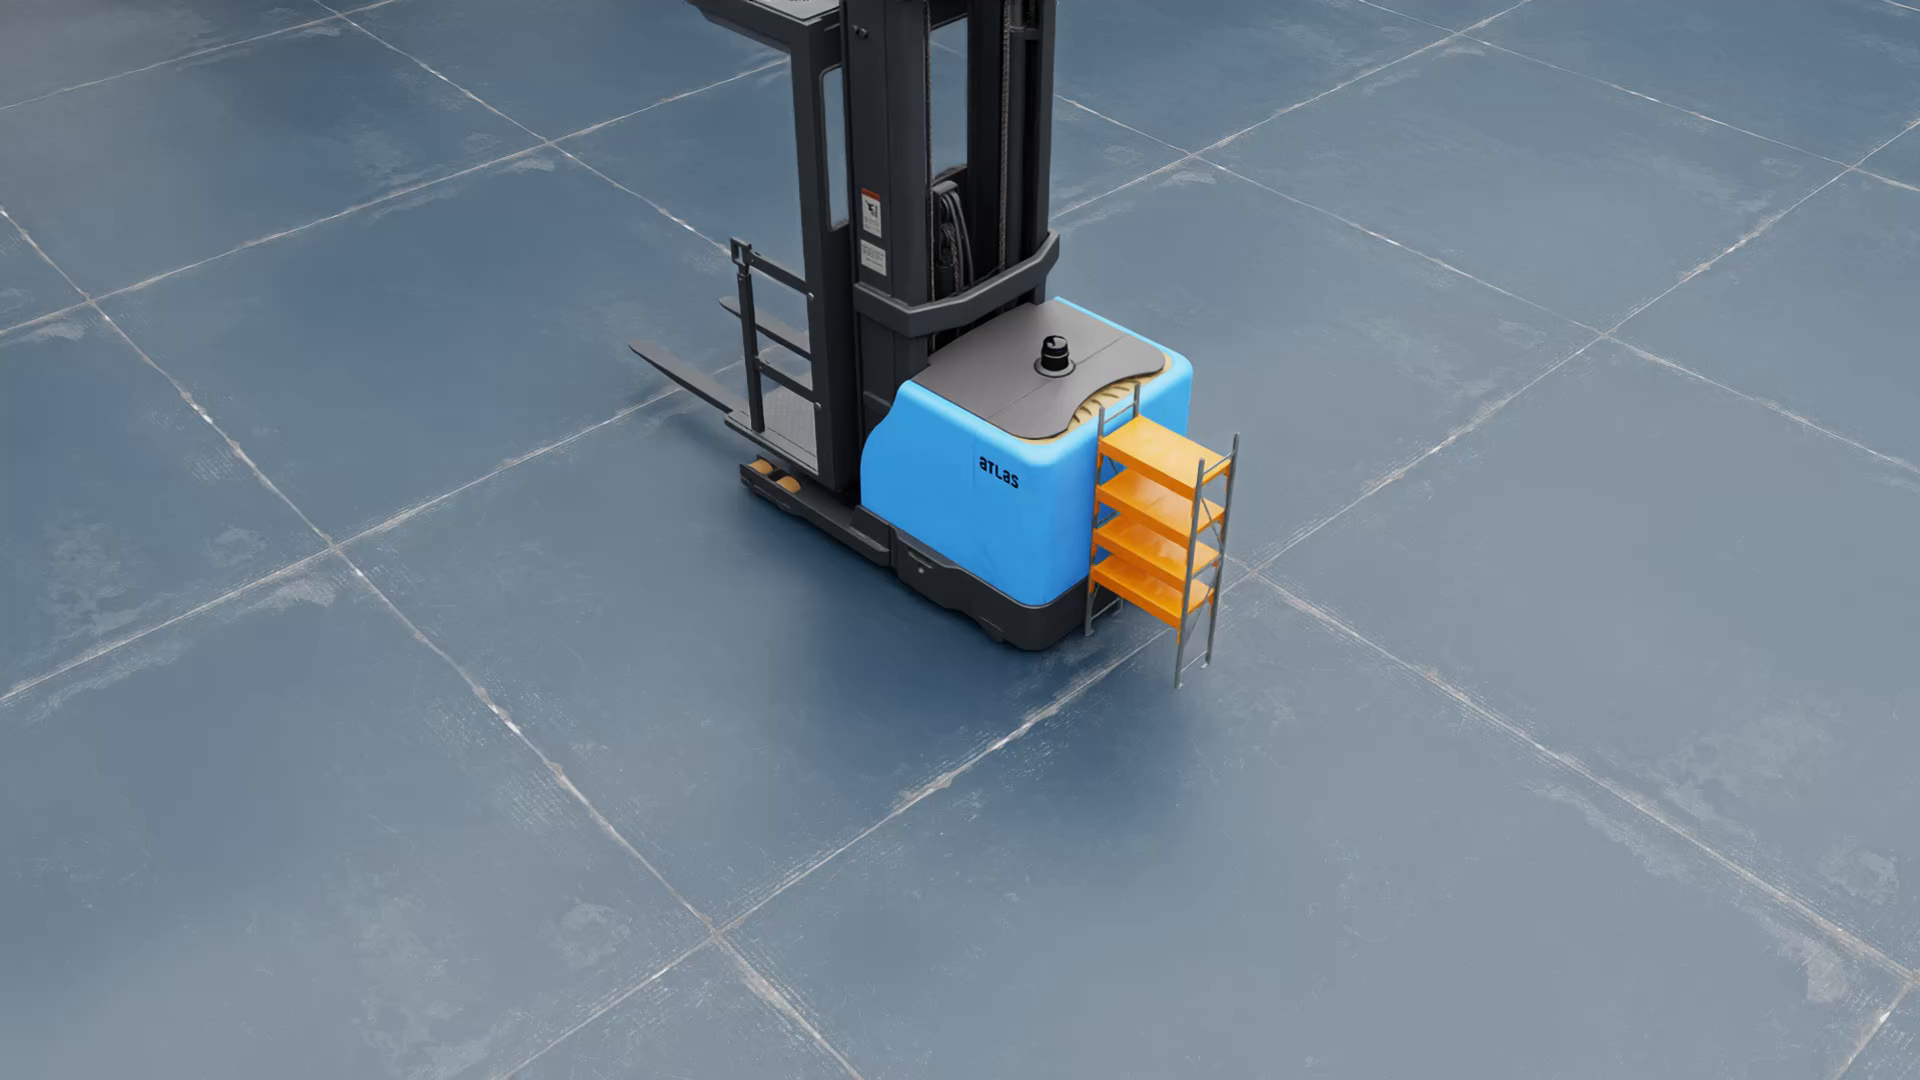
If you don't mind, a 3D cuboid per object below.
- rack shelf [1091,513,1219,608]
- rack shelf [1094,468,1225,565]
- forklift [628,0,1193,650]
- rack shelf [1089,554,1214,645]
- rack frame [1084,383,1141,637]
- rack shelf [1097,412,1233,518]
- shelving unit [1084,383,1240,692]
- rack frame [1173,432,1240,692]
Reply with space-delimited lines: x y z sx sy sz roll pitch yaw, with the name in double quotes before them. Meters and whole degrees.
"rack shelf" 0.806 0.058 6.831 0.480 0.148 0.258 31 48 33
"rack shelf" 0.806 -0.116 6.690 0.480 0.148 0.258 31 48 33
"forklift" -0.413 -1.485 7.256 3.031 2.935 1.130 31 48 33
"rack shelf" 0.806 0.212 6.956 0.480 0.148 0.258 31 48 33
"rack frame" 0.630 -0.101 6.920 0.015 1.200 0.240 31 48 33
"rack shelf" 0.806 -0.300 6.542 0.480 0.148 0.258 31 48 33
"shelving unit" 0.806 0.005 6.789 0.503 1.200 0.258 31 48 33
"rack frame" 0.981 0.112 6.657 0.015 1.200 0.240 31 48 33
